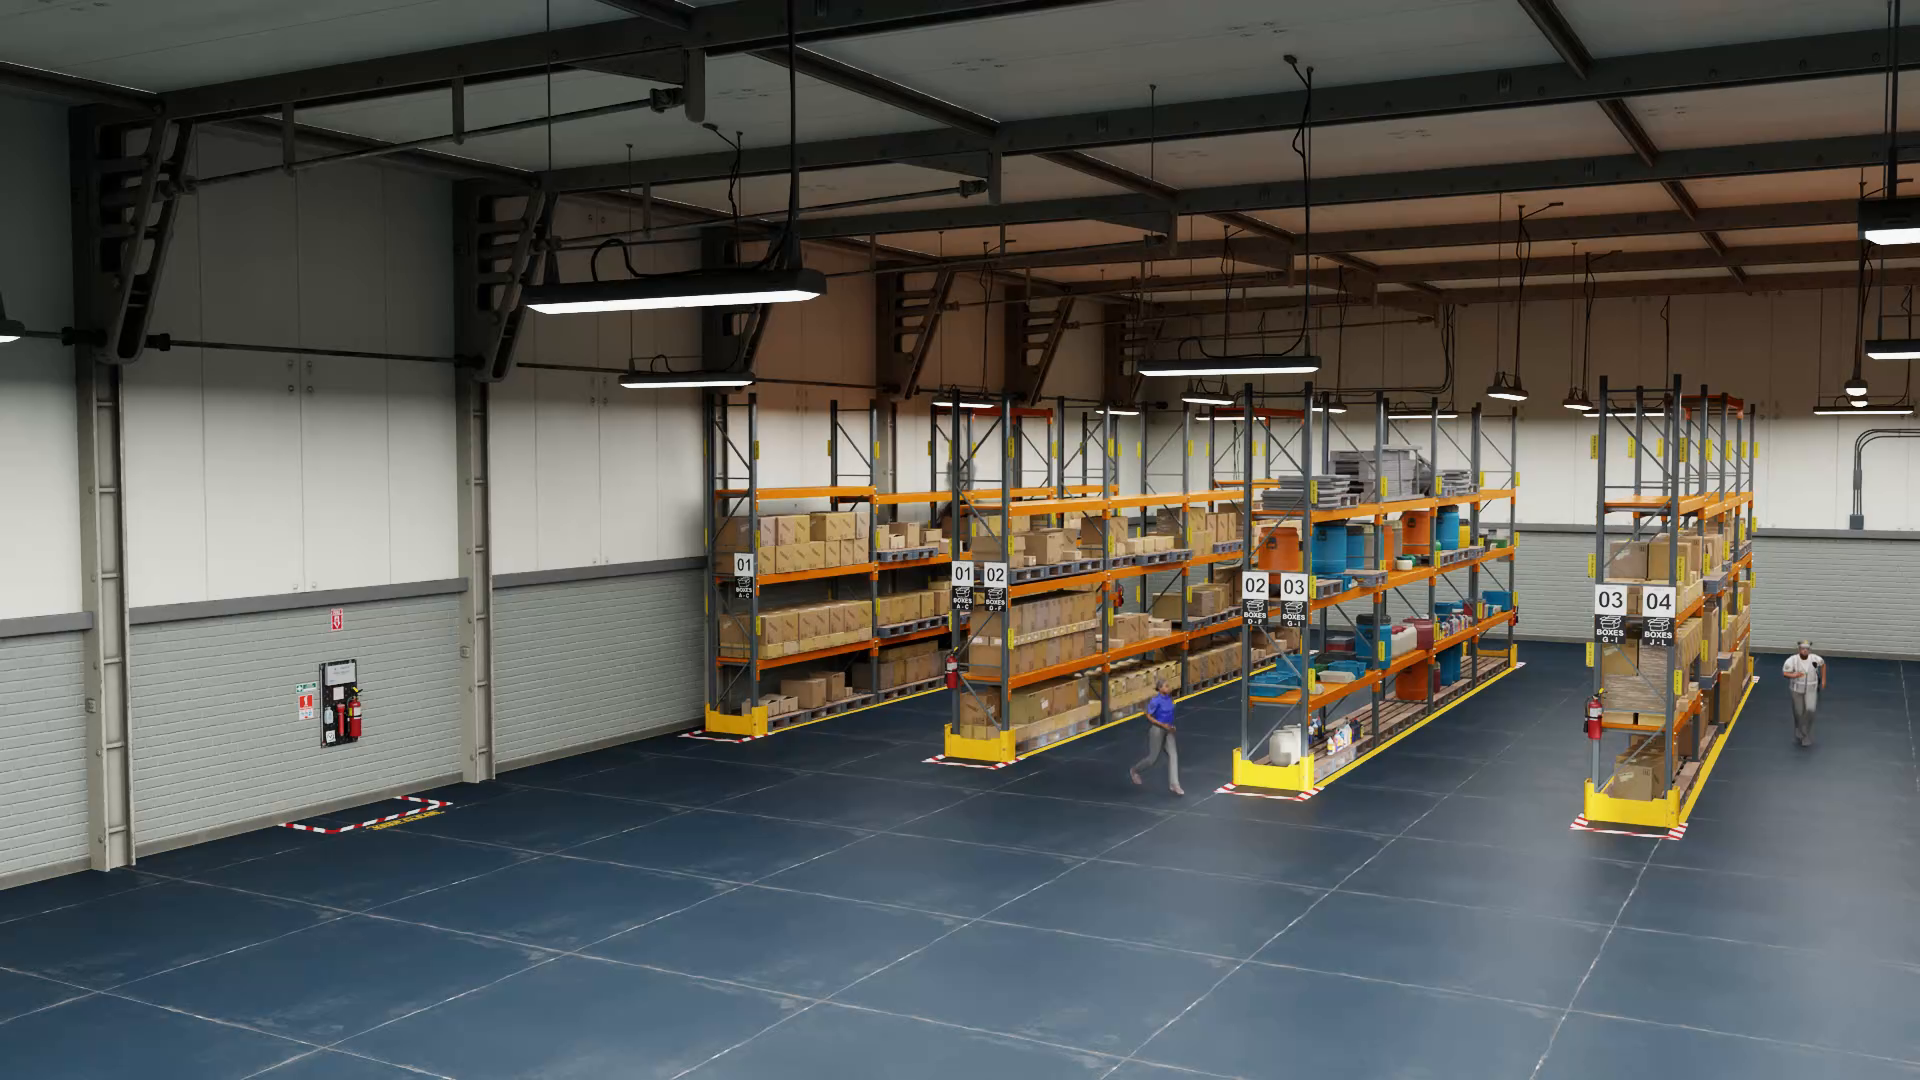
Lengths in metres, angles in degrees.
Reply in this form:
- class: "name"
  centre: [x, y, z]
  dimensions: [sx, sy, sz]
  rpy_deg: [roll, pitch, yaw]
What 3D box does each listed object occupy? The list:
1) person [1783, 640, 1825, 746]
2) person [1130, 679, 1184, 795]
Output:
- class: "person"
  centre: [14.414, 2.597, 28.405]
  dimensions: [0.687, 1.825, 0.871]
  rpy_deg: [1, 3, 20]
- class: "person"
  centre: [2.963, 2.856, 24.397]
  dimensions: [0.618, 1.647, 0.958]
  rpy_deg: [-3, 4, -45]
